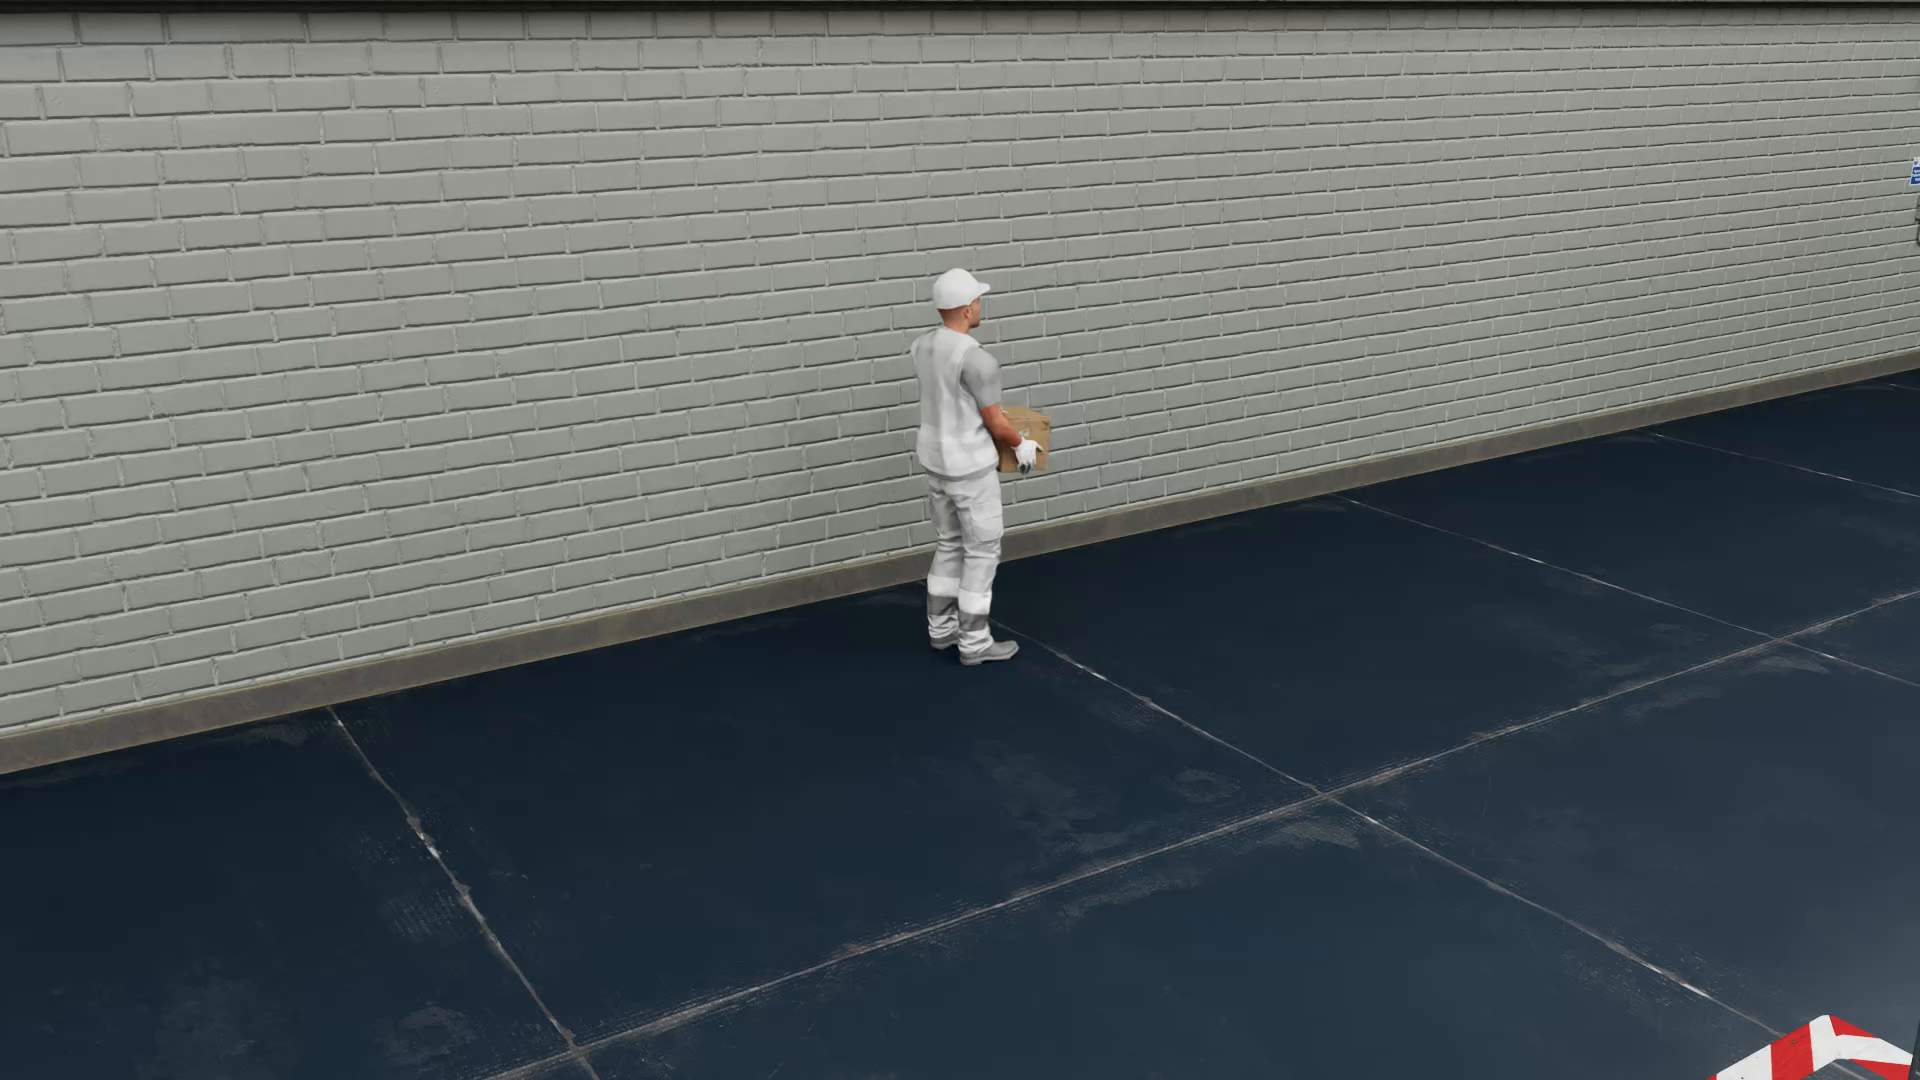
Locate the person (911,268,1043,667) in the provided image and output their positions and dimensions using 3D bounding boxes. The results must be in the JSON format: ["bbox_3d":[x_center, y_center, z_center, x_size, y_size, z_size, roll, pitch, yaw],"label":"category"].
[{"bbox_3d":[0.076,-0.345,7.577,0.529,1.794,0.524,-12,21,-32],"label":"person"}]
